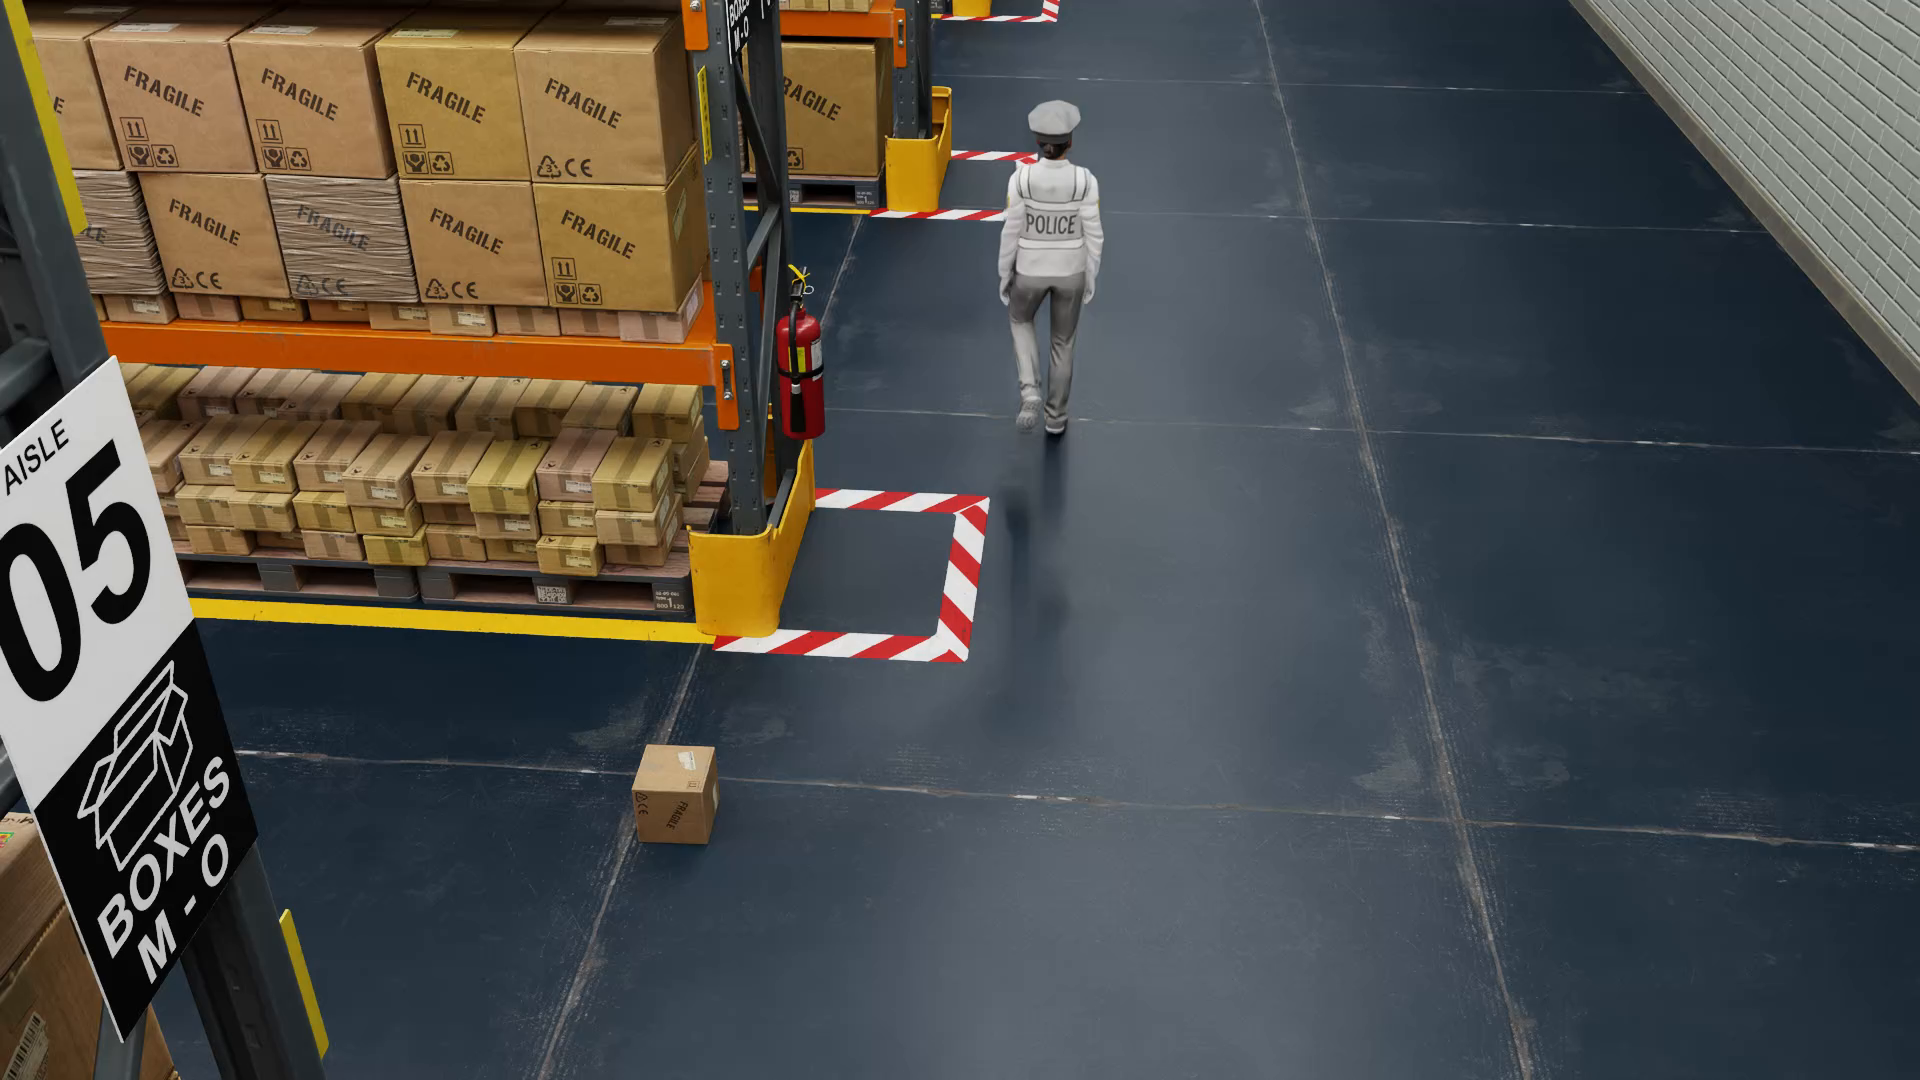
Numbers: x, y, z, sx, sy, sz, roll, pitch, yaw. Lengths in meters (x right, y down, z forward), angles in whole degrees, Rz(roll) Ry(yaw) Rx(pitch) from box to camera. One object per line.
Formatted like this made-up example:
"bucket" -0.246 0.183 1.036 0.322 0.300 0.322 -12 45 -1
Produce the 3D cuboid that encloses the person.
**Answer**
"person" 0.440 -1.313 8.155 0.507 1.679 0.433 2 32 3
